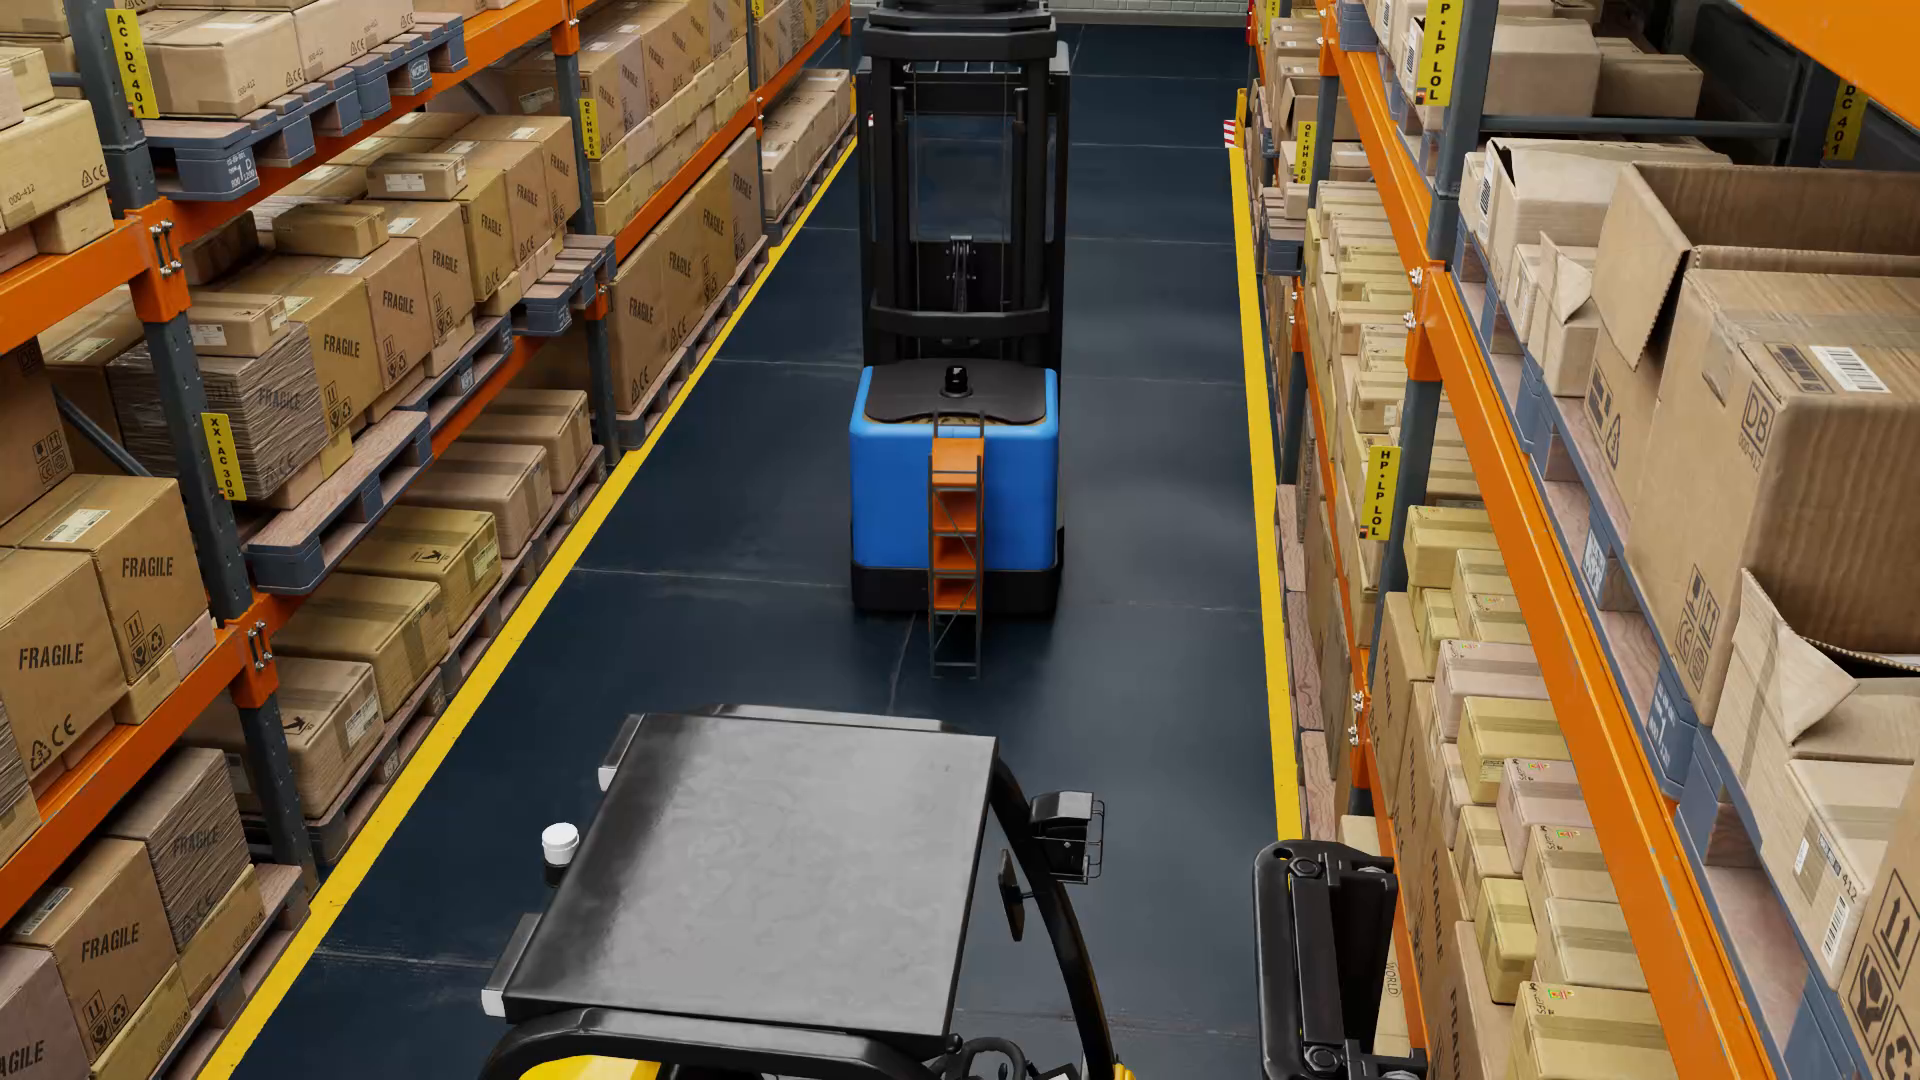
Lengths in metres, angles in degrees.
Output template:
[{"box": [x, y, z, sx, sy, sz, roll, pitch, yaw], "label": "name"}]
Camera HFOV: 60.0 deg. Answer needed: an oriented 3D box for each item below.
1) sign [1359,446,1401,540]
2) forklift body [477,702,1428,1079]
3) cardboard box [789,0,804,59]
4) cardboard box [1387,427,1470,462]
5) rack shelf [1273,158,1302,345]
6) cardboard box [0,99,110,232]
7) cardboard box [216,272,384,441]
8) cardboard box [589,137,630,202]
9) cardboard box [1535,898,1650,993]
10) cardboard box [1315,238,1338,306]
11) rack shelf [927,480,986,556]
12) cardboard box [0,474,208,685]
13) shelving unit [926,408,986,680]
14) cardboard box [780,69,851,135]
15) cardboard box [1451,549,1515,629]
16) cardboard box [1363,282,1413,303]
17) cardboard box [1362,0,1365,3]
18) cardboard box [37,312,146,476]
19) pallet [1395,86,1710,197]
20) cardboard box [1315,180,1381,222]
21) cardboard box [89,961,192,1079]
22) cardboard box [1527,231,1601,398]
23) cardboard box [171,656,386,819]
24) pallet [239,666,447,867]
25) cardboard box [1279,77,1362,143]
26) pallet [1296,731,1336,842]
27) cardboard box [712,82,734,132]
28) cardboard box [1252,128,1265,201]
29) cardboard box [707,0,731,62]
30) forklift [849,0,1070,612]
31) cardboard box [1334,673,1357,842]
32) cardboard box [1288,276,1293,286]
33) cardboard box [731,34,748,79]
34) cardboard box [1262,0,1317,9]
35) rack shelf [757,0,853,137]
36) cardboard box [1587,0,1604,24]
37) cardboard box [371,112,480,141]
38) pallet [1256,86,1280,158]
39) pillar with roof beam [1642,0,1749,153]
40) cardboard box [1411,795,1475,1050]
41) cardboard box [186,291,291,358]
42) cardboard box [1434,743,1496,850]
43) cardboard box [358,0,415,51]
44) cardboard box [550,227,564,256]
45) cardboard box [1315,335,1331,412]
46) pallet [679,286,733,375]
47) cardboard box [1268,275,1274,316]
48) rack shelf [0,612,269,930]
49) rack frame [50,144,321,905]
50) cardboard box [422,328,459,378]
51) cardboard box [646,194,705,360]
[{"box": [1.321, -0.146, 5.220, 0.100, 0.325, 0.005, 3, 28, 6], "label": "sign"}, {"box": [-0.208, 1.614, 3.986, 2.313, 2.155, 1.214, 3, 28, 6], "label": "forklift body"}, {"box": [-1.635, -4.416, 14.179, 0.500, 0.500, 0.500, 4, 29, 7], "label": "cardboard box"}, {"box": [1.696, -0.270, 5.798, 0.380, 0.149, 0.250, 3, 28, 5], "label": "cardboard box"}, {"box": [2.596, -2.151, 10.839, 1.077, 0.370, 4.000, 3, 28, 6], "label": "rack shelf"}, {"box": [-2.853, -1.092, 4.796, 0.500, 0.250, 0.500, 3, 28, 6], "label": "cardboard box"}, {"box": [-2.663, -0.730, 6.581, 0.500, 0.500, 0.500, 3, 29, 6], "label": "cardboard box"}, {"box": [-2.269, -2.192, 9.786, 0.500, 0.250, 0.500, 3, 28, 6], "label": "cardboard box"}, {"box": [1.388, 0.875, 3.360, 0.380, 0.149, 0.250, 4, 29, 7], "label": "cardboard box"}, {"box": [1.992, -1.250, 8.039, 0.500, 0.250, 0.500, 4, 29, 8], "label": "cardboard box"}, {"box": [-0.015, -0.111, 7.849, 0.258, 0.148, 0.480, 1, 30, 2], "label": "rack shelf"}, {"box": [-2.874, 0.118, 5.449, 0.500, 0.500, 0.500, 3, 28, 5], "label": "cardboard box"}, {"box": [-0.015, 0.025, 7.927, 0.258, 1.200, 0.503, 1, 30, 2], "label": "shelving unit"}, {"box": [-1.577, -4.319, 16.364, 0.875, 0.438, 0.875, 2, 28, 4], "label": "cardboard box"}, {"box": [1.602, 0.158, 4.691, 0.380, 0.149, 0.250, 4, 29, 7], "label": "cardboard box"}, {"box": [1.936, -0.987, 7.130, 0.380, 0.149, 0.250, 3, 28, 6], "label": "cardboard box"}, {"box": [2.058, -2.550, 7.004, 0.700, 0.500, 0.500, 3, 28, 5], "label": "cardboard box"}, {"box": [-3.237, -0.521, 6.193, 0.500, 0.500, 0.500, 3, 28, 5], "label": "cardboard box"}, {"box": [1.956, -1.296, 5.532, 0.805, 0.209, 1.217, 2, 28, 4], "label": "pallet"}, {"box": [2.020, -1.723, 8.497, 0.380, 0.149, 0.250, 4, 29, 8], "label": "cardboard box"}, {"box": [-2.927, 1.640, 5.499, 0.500, 0.250, 0.500, 3, 28, 5], "label": "cardboard box"}, {"box": [1.378, -0.453, 3.359, 0.396, 0.266, 0.258, 3, 28, 5], "label": "cardboard box"}, {"box": [-3.004, 0.794, 6.940, 0.950, 0.372, 0.625, 4, 29, 7], "label": "cardboard box"}, {"box": [-2.972, 0.931, 7.300, 1.003, 0.211, 1.213, 3, 28, 6], "label": "pallet"}, {"box": [2.367, -2.536, 10.243, 0.797, 0.503, 0.637, 3, 28, 5], "label": "cardboard box"}, {"box": [1.912, 1.235, 6.735, 1.003, 0.211, 1.213, 3, 28, 6], "label": "pallet"}, {"box": [-1.954, -3.165, 12.120, 0.500, 0.250, 0.500, 3, 28, 5], "label": "cardboard box"}, {"box": [2.892, -3.206, 14.230, 0.700, 0.500, 0.500, 2, 28, 4], "label": "cardboard box"}, {"box": [-1.947, -3.712, 11.817, 0.500, 0.500, 0.500, 4, 29, 7], "label": "cardboard box"}, {"box": [0.024, -1.585, 9.102, 1.130, 2.935, 3.031, 1, 28, 2], "label": "forklift"}, {"box": [1.914, 0.971, 6.347, 0.875, 0.625, 0.625, 5, 29, 8], "label": "cardboard box"}, {"box": [2.350, -1.766, 10.875, 0.380, 0.149, 0.250, 2, 28, 4], "label": "cardboard box"}, {"box": [-1.898, -3.629, 12.454, 0.500, 0.250, 0.500, 3, 28, 6], "label": "cardboard box"}, {"box": [2.825, -4.783, 14.020, 0.500, 0.500, 0.500, 4, 29, 7], "label": "cardboard box"}, {"box": [-1.841, -4.321, 14.866, 1.077, 0.370, 4.000, 3, 28, 6], "label": "rack shelf"}, {"box": [2.364, -2.187, 6.682, 0.380, 0.166, 0.250, 3, 28, 6], "label": "cardboard box"}, {"box": [-2.861, -1.975, 8.891, 0.500, 0.500, 0.500, 3, 28, 5], "label": "cardboard box"}, {"box": [2.635, -2.955, 11.775, 1.003, 0.211, 1.213, 3, 28, 6], "label": "pallet"}, {"box": [-1.187, -3.752, 6.726, 9.100, 9.000, 0.400, 3, 28, 6], "label": "pillar with roof beam"}, {"box": [1.439, 0.990, 4.143, 0.500, 0.500, 0.500, 3, 28, 6], "label": "cardboard box"}, {"box": [-2.657, -0.777, 5.983, 0.380, 0.149, 0.250, 3, 28, 6], "label": "cardboard box"}, {"box": [1.389, 0.643, 4.105, 0.380, 0.149, 0.250, 3, 28, 6], "label": "cardboard box"}, {"box": [-2.495, -2.099, 6.536, 0.500, 0.250, 0.500, 3, 28, 6], "label": "cardboard box"}, {"box": [-2.343, -1.589, 8.859, 0.380, 0.149, 0.250, 4, 29, 7], "label": "cardboard box"}, {"box": [1.931, -0.787, 7.706, 0.500, 0.250, 0.500, 2, 28, 5], "label": "cardboard box"}, {"box": [-2.252, -1.525, 11.858, 1.003, 0.211, 1.213, 3, 28, 6], "label": "pallet"}, {"box": [2.438, -1.793, 11.609, 0.500, 0.500, 0.500, 3, 28, 5], "label": "cardboard box"}, {"box": [-3.311, 1.328, 4.381, 1.077, 0.370, 4.000, 3, 28, 6], "label": "rack shelf"}, {"box": [-3.066, 0.070, 5.958, 1.000, 3.000, 0.127, 3, 28, 6], "label": "rack frame"}, {"box": [-2.497, -0.858, 7.503, 0.380, 0.149, 0.250, 4, 29, 8], "label": "cardboard box"}, {"box": [-2.295, -1.803, 11.231, 0.875, 0.875, 0.875, 4, 29, 7], "label": "cardboard box"}]
